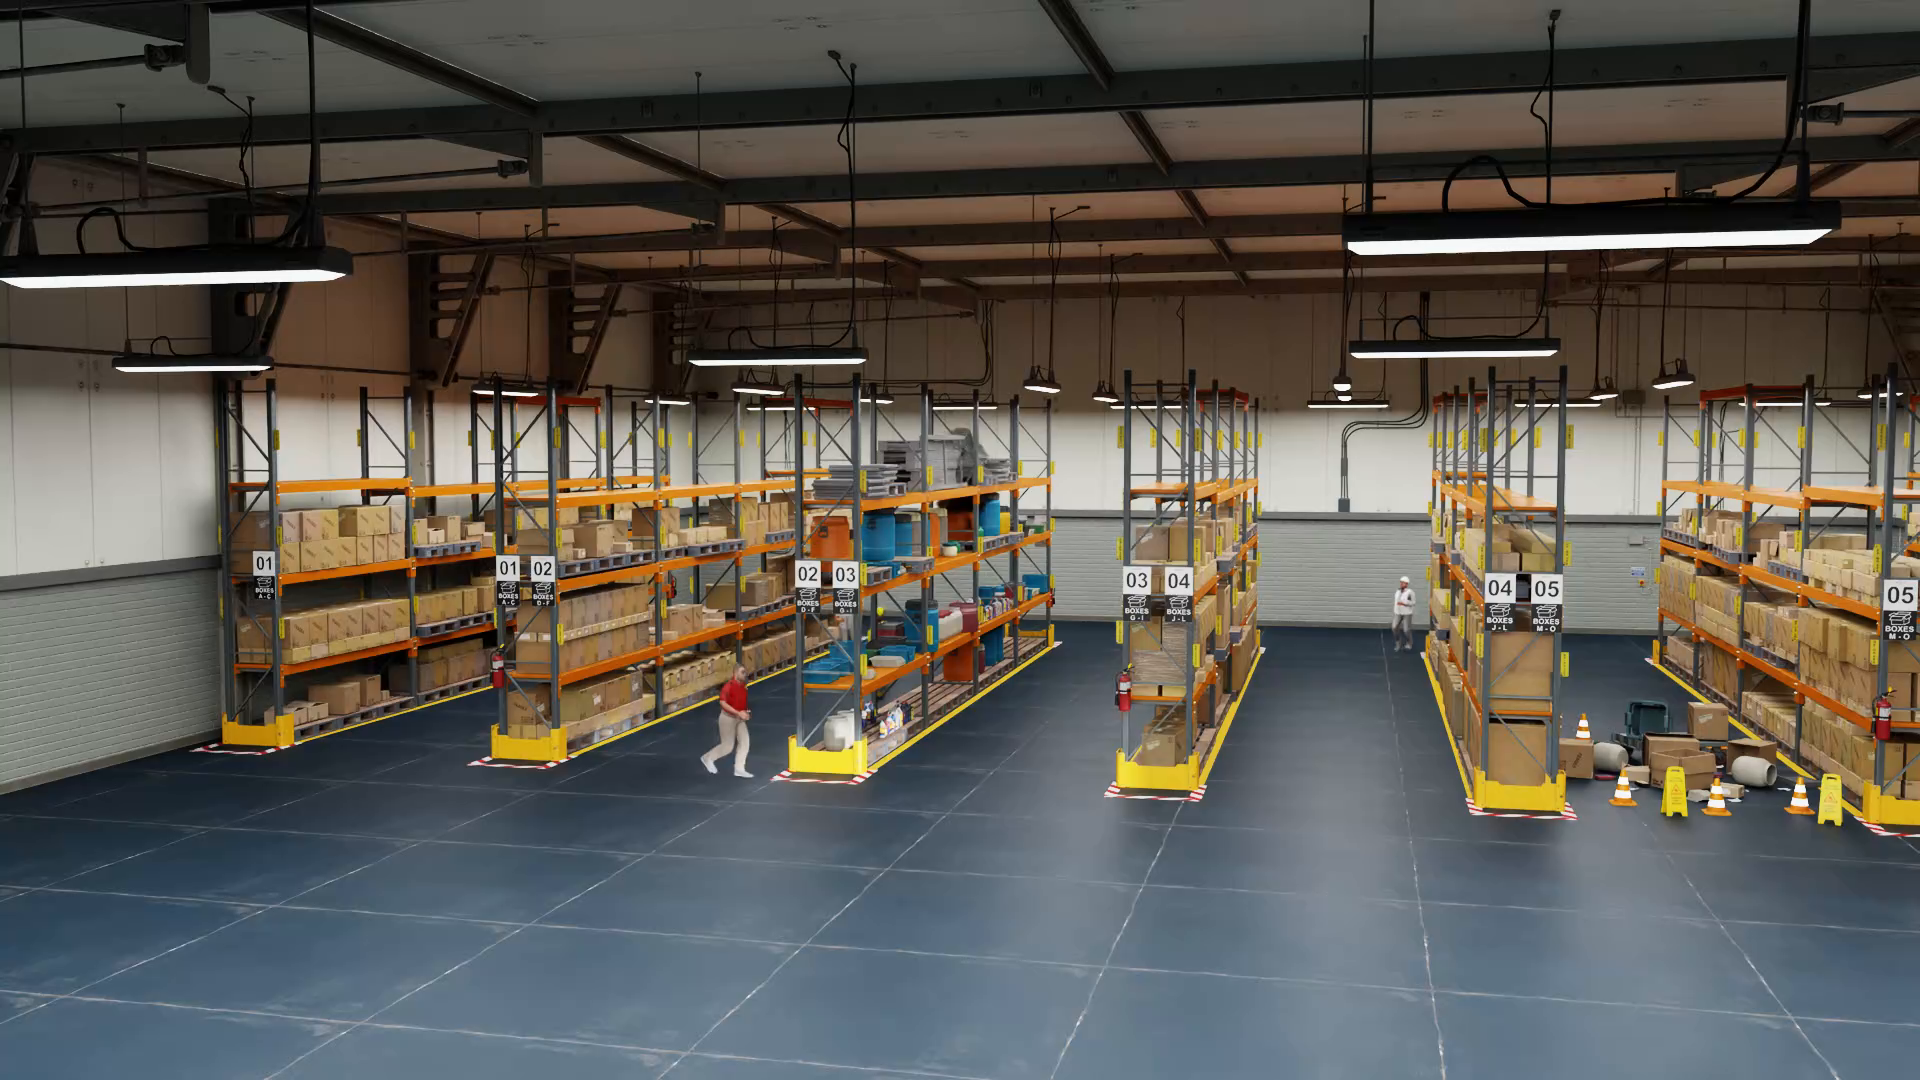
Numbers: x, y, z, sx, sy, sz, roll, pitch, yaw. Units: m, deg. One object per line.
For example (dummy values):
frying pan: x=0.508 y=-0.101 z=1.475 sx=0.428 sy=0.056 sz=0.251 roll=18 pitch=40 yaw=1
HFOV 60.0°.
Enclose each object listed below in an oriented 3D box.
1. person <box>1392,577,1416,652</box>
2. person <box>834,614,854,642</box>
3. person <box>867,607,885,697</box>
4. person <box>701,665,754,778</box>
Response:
person: x=10.503 y=1.762 z=39.317 sx=0.630 sy=1.801 sz=0.722 roll=3 pitch=5 yaw=42
person: x=-2.519 y=1.974 z=37.534 sx=0.610 sy=1.557 sz=0.821 roll=0 pitch=3 yaw=3
person: x=-1.580 y=2.178 z=32.327 sx=0.446 sy=1.749 sz=0.633 roll=-3 pitch=5 yaw=-41
person: x=-3.452 y=2.687 z=24.711 sx=0.847 sy=1.689 sz=0.658 roll=2 pitch=4 yaw=26
